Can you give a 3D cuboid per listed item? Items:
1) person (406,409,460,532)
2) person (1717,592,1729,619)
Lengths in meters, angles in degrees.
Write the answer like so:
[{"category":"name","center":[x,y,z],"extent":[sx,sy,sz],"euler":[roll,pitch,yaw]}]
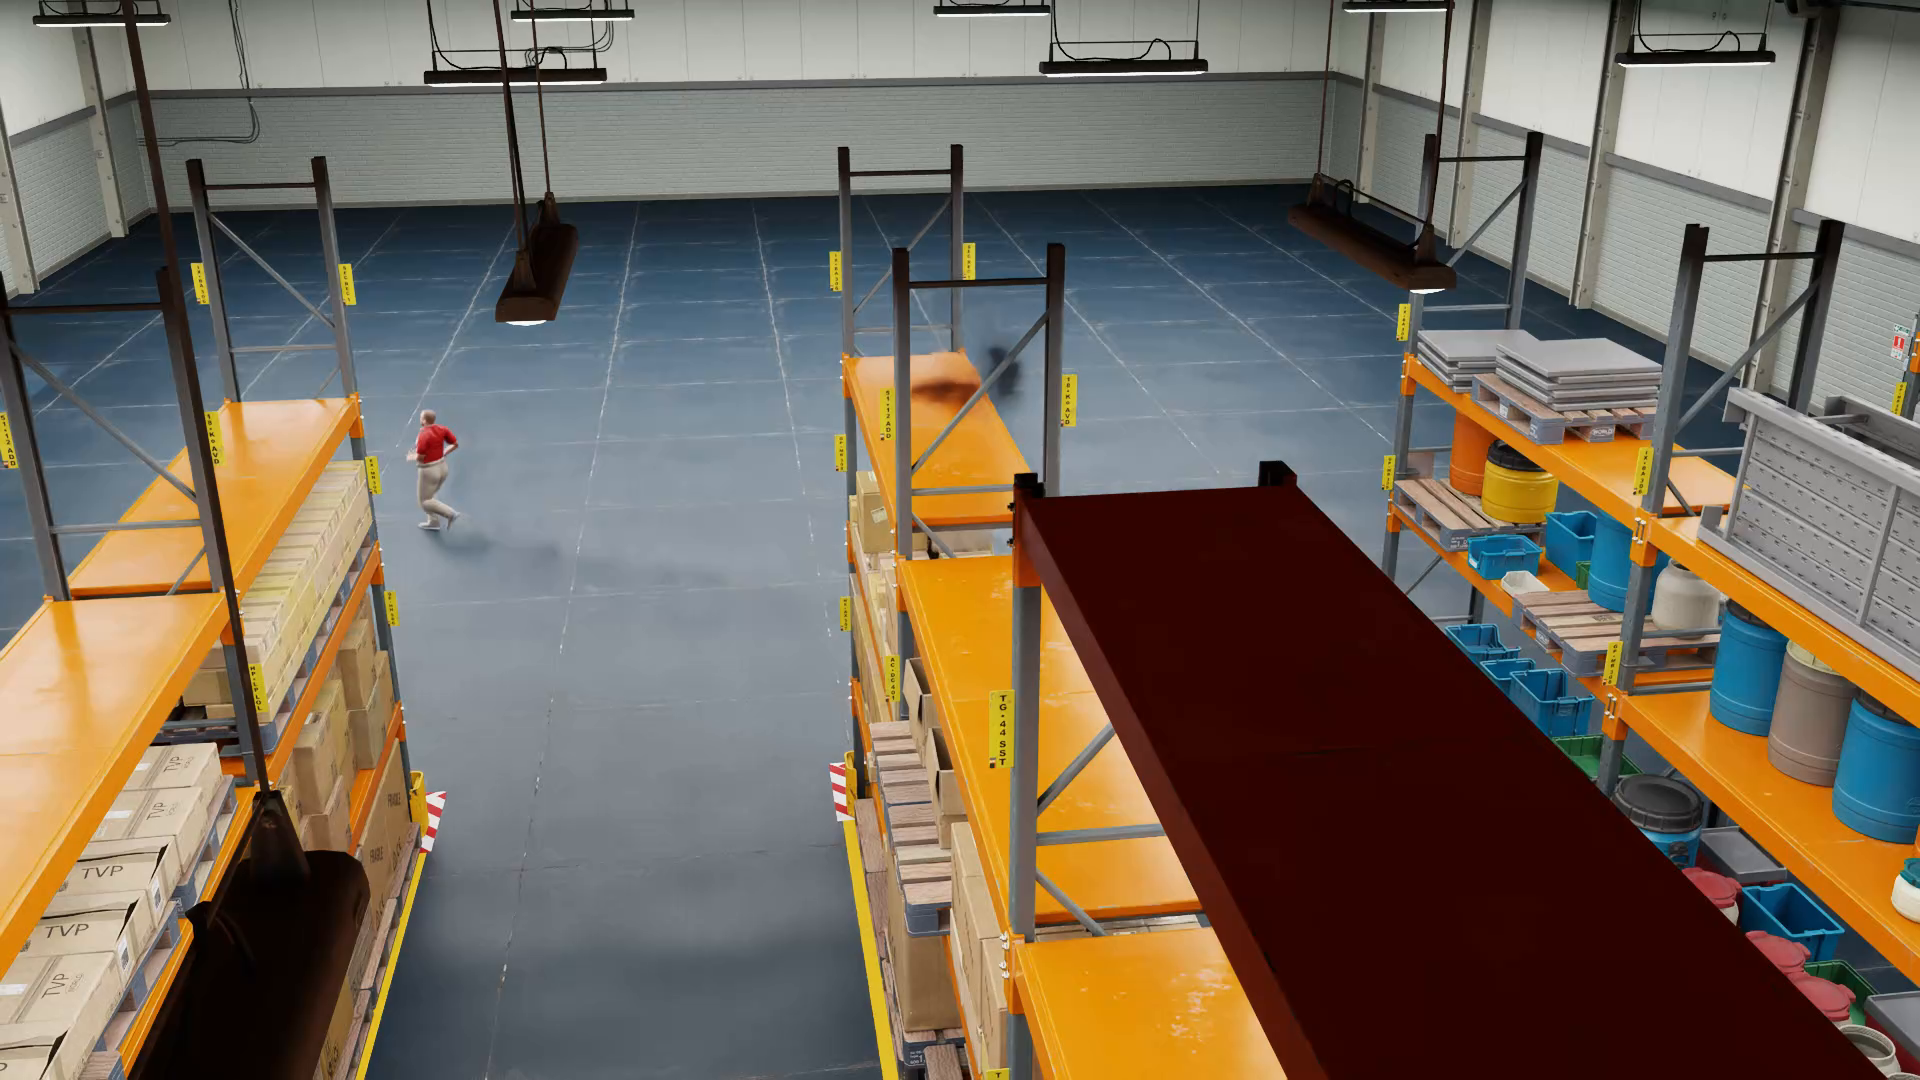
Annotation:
[{"category":"person","center":[-6.841,-0.895,21.616],"extent":[0.734,1.683,0.672],"euler":[9,23,21]},{"category":"person","center":[8.451,0.395,18.269],"extent":[0.798,1.752,0.741],"euler":[10,24,24]}]
